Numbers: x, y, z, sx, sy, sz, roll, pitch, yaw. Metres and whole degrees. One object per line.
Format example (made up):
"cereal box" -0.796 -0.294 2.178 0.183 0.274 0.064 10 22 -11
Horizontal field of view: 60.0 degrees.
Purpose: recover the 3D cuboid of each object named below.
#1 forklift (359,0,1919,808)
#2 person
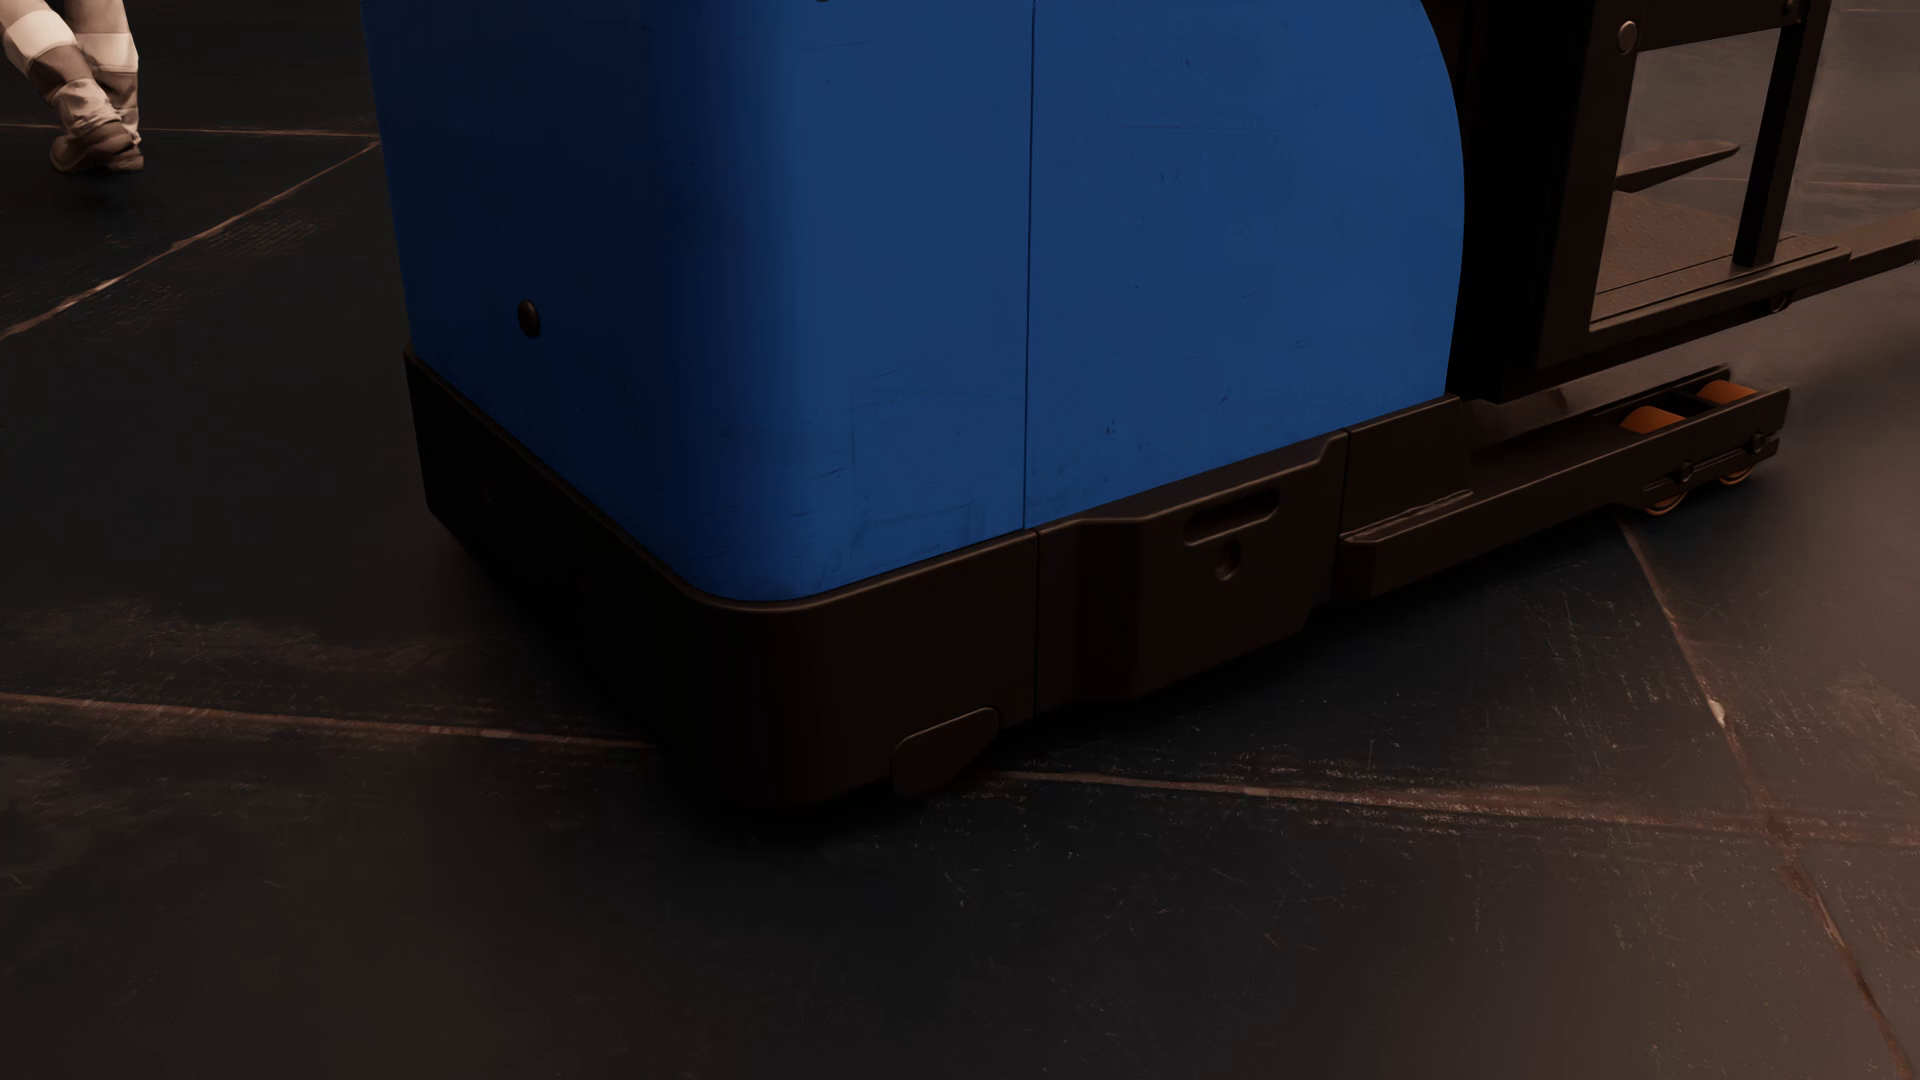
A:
"forklift" 0.710 -1.524 2.272 3.031 2.935 1.130 -18 31 -31
"person" -2.259 -1.761 4.055 0.690 1.764 0.889 20 33 35
